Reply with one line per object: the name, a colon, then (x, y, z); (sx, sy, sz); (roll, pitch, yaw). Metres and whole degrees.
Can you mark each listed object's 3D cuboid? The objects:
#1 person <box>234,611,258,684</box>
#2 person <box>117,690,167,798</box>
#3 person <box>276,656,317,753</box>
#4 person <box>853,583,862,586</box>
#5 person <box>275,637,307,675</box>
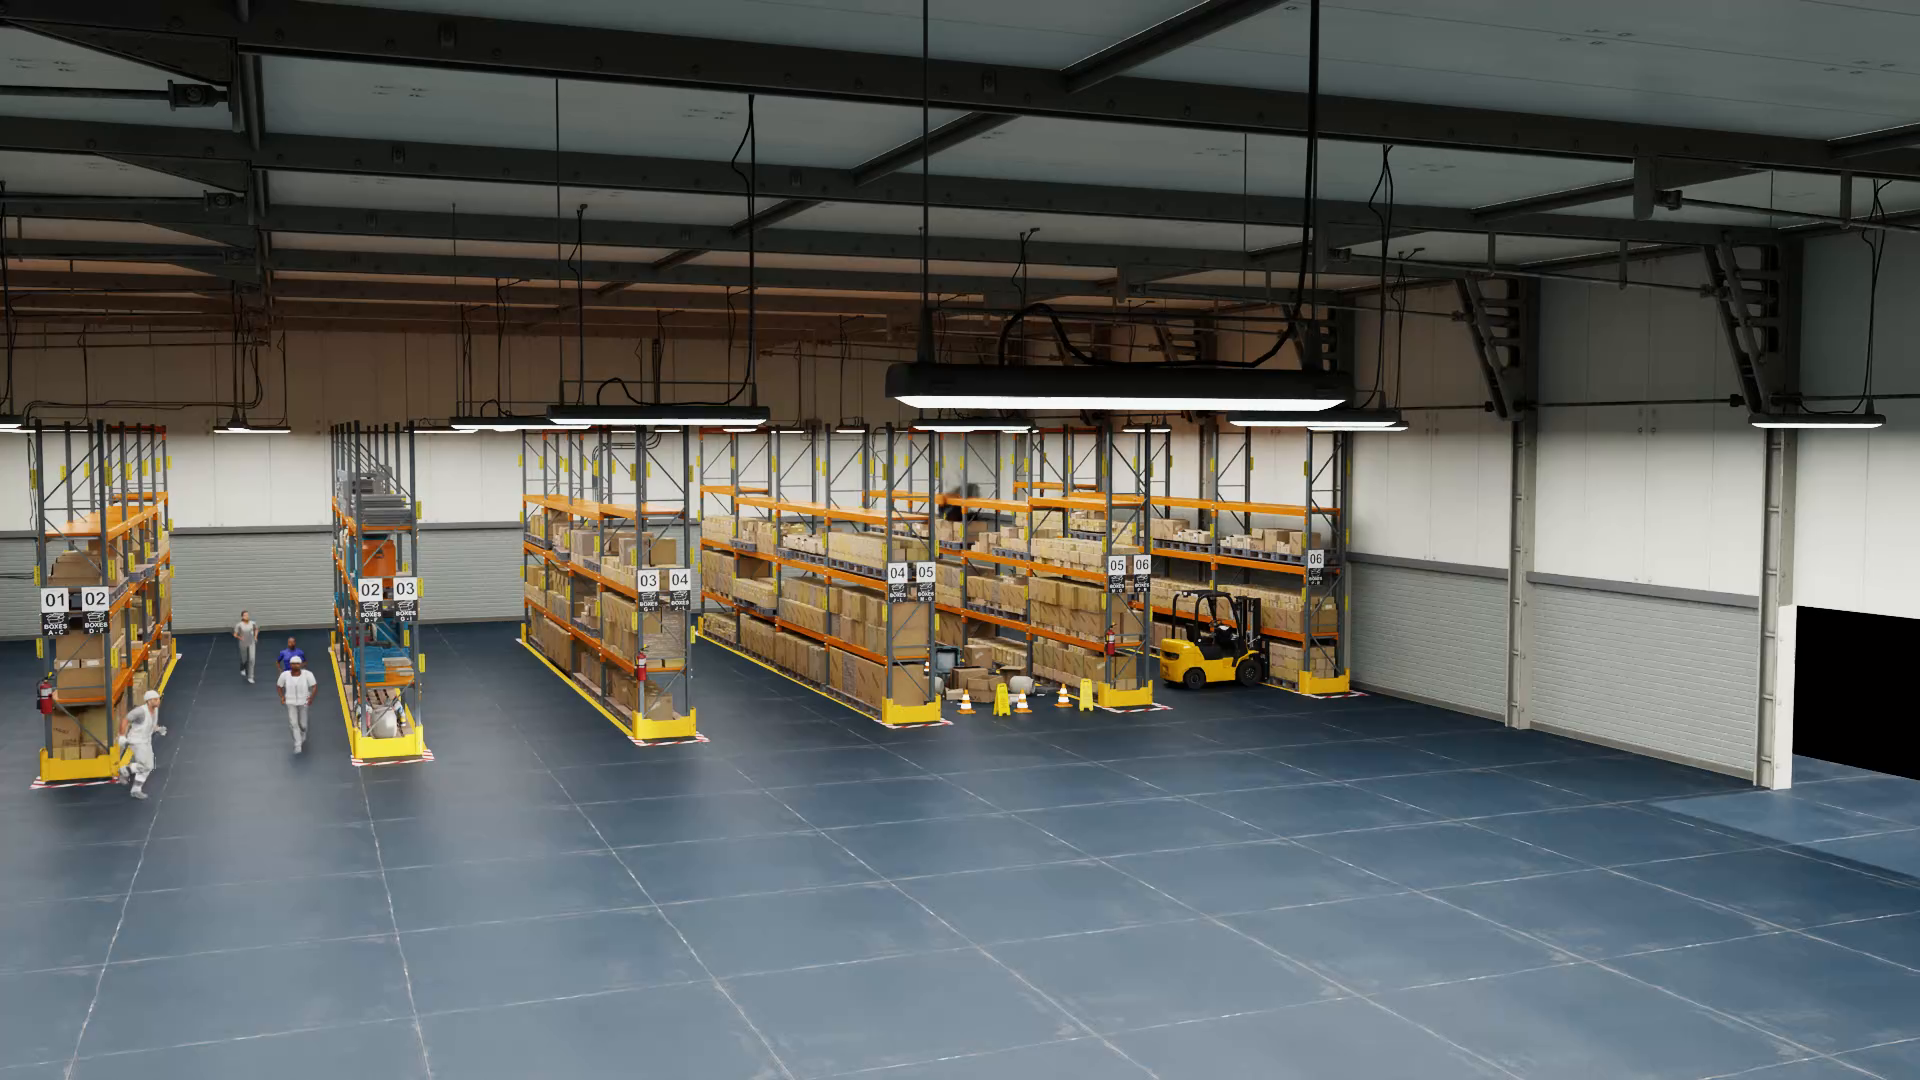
person: (-16.629, 2.473, 38.772); (0.568, 1.672, 0.922); (-2, 4, -34)
person: (-12.988, 3.234, 26.380); (0.750, 1.712, 0.653); (0, 4, 0)
person: (-12.100, 2.966, 30.359); (0.691, 1.736, 0.785); (-1, 4, -23)
person: (-3.124, 1.761, 51.289); (0.586, 1.548, 0.565); (0, 4, -3)
person: (-13.615, 2.789, 33.887); (0.588, 1.623, 0.815); (-2, 4, -28)
